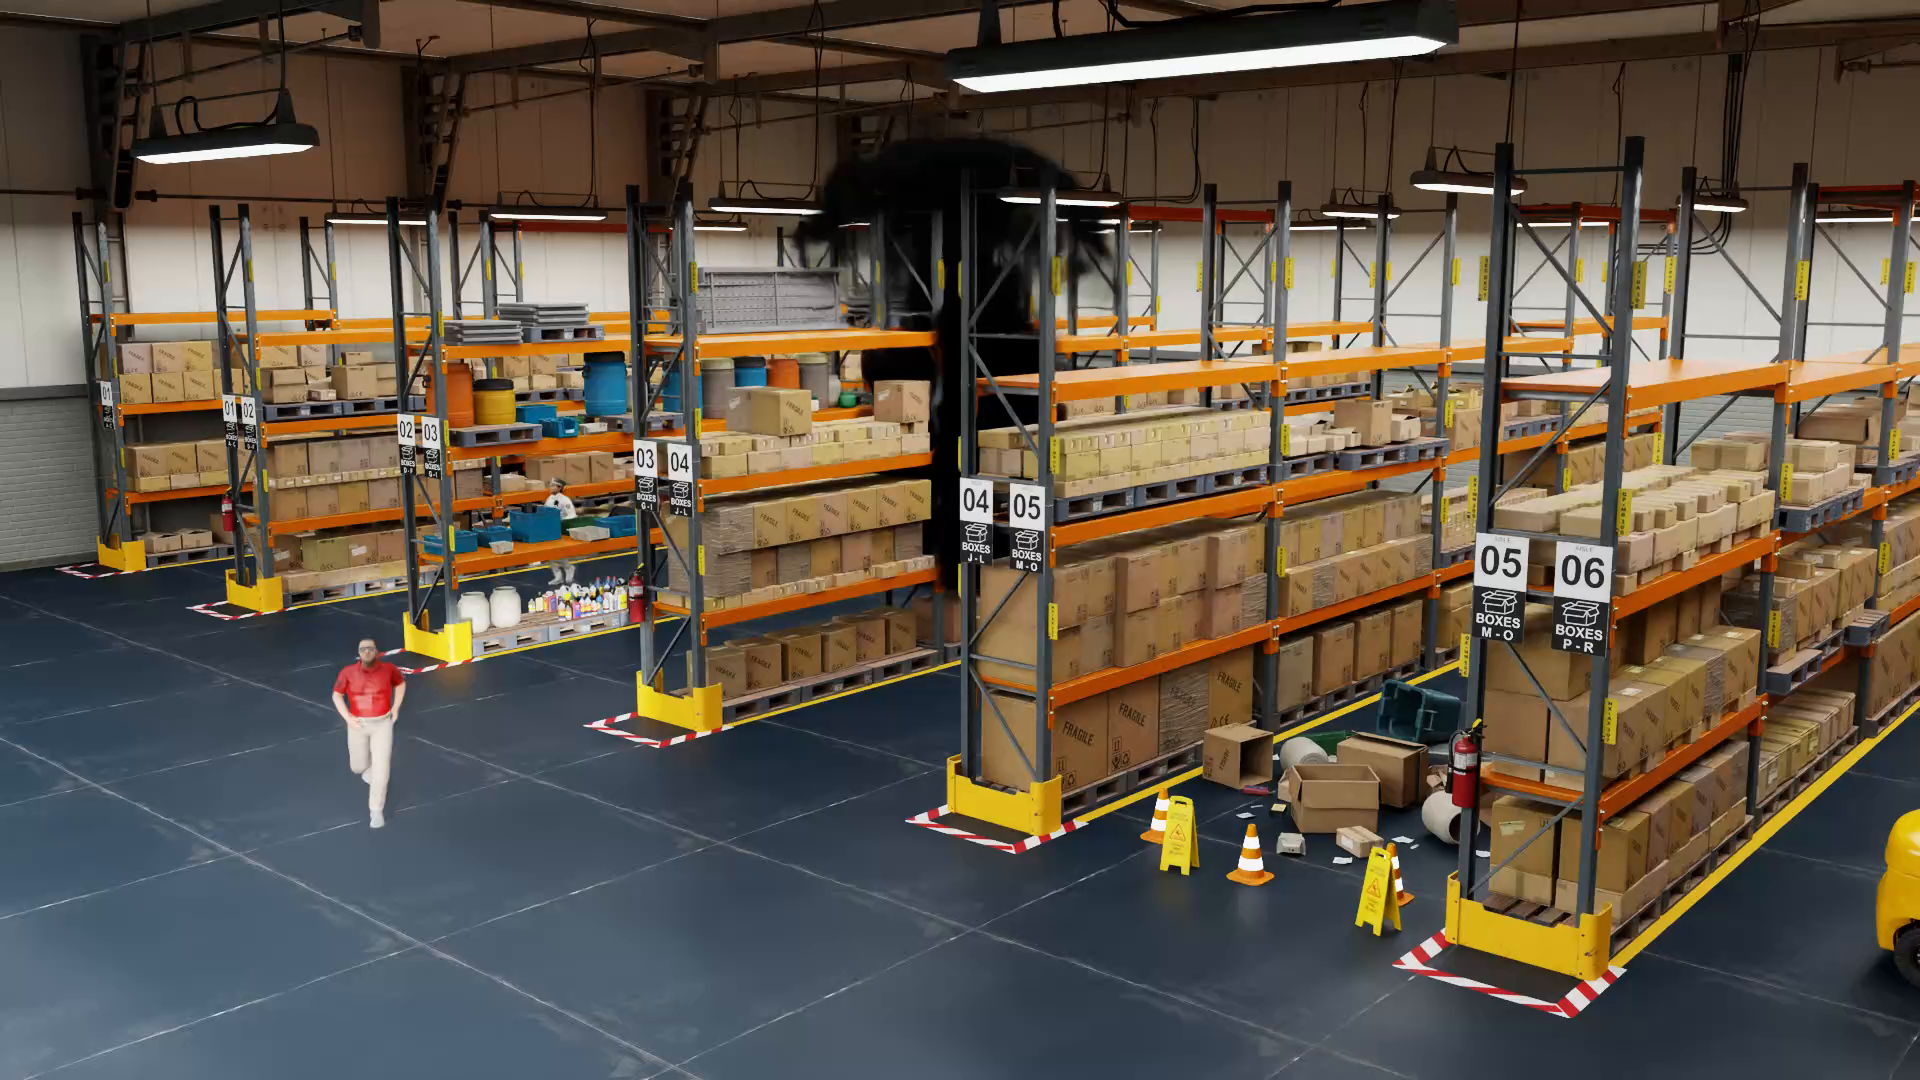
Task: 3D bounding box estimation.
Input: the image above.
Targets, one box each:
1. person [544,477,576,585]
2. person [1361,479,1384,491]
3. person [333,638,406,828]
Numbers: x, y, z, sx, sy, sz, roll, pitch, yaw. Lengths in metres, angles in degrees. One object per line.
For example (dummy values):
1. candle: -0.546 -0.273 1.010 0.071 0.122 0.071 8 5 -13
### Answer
1. person: -6.168 -0.140 25.353 0.612 1.655 0.526 8 12 39
2. person: 6.914 -0.153 27.986 0.535 1.463 0.714 8 12 38
3. person: -5.566 1.773 15.693 0.642 1.723 0.964 -2 10 -13
